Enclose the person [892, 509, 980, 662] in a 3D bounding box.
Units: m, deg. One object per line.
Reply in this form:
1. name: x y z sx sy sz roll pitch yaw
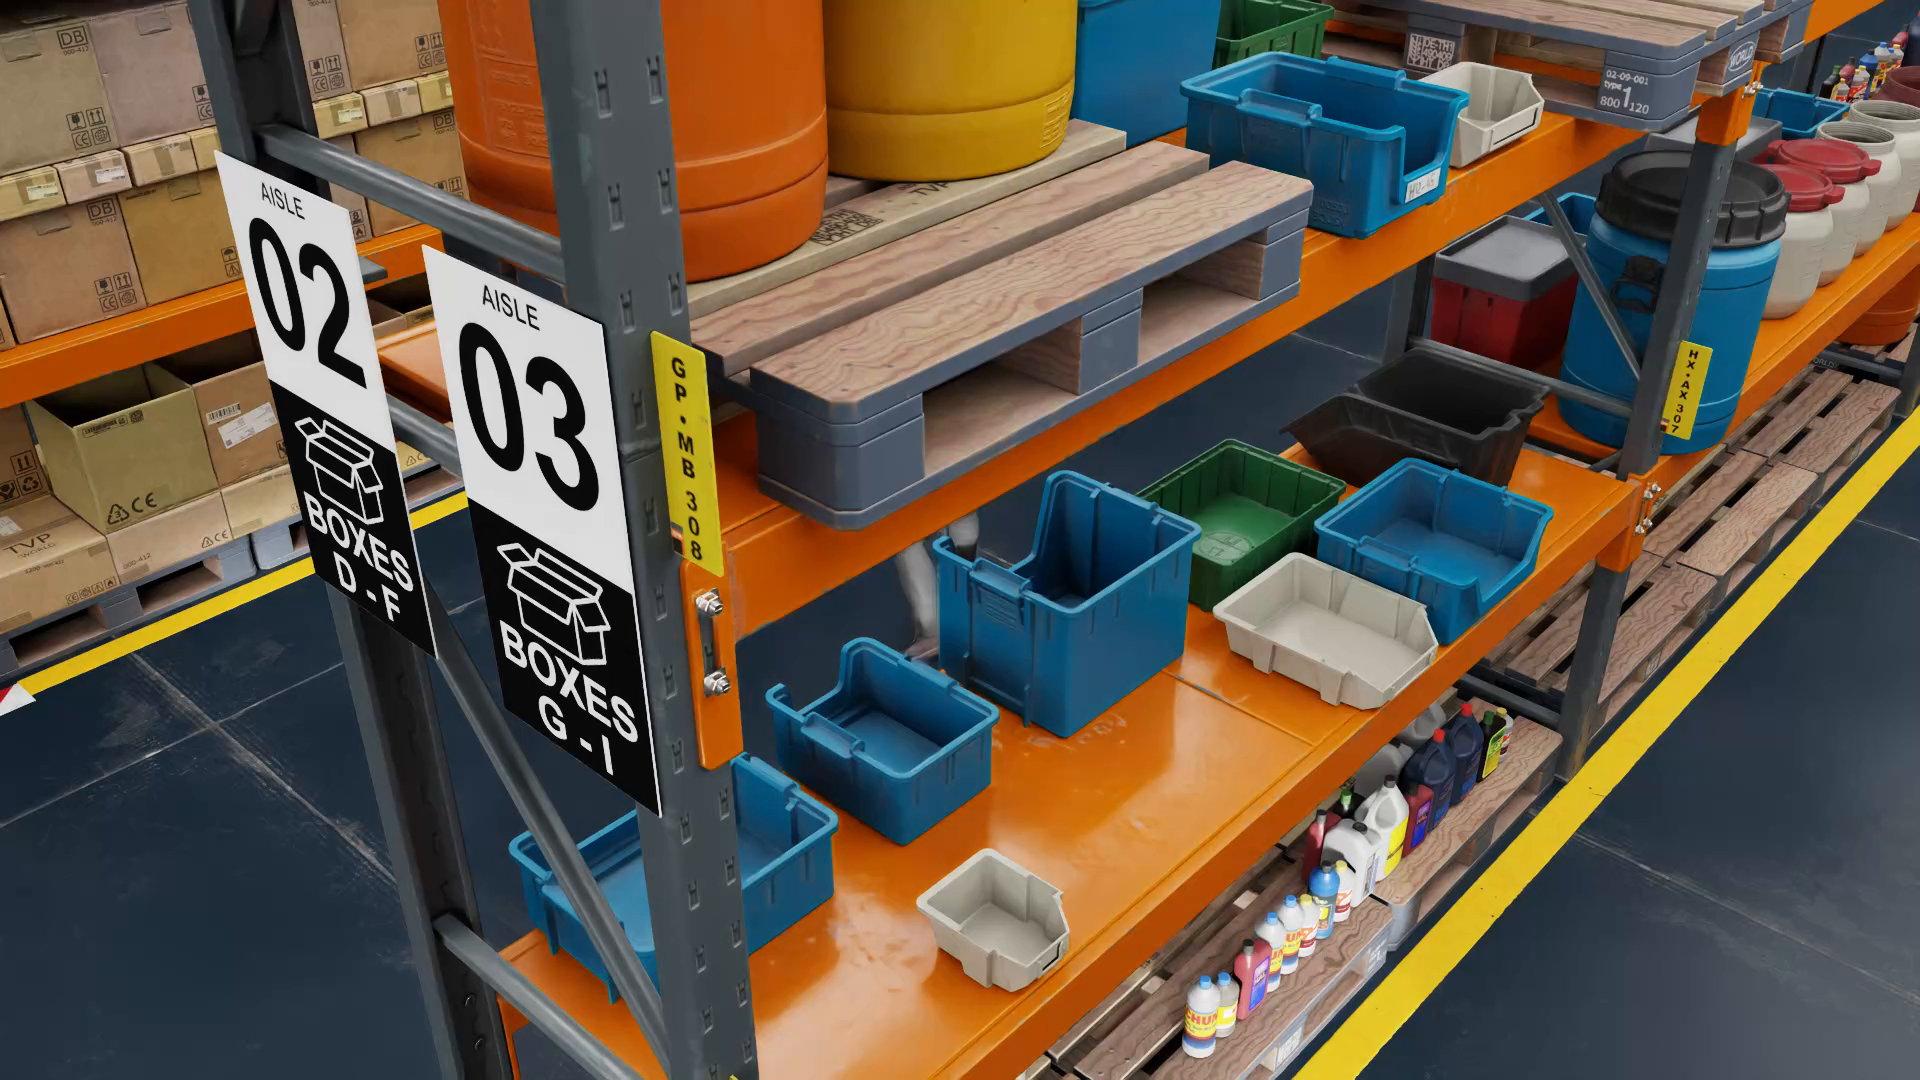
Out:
1. person: -0.108 -0.313 6.648 0.590 1.619 0.881 -11 33 -17
